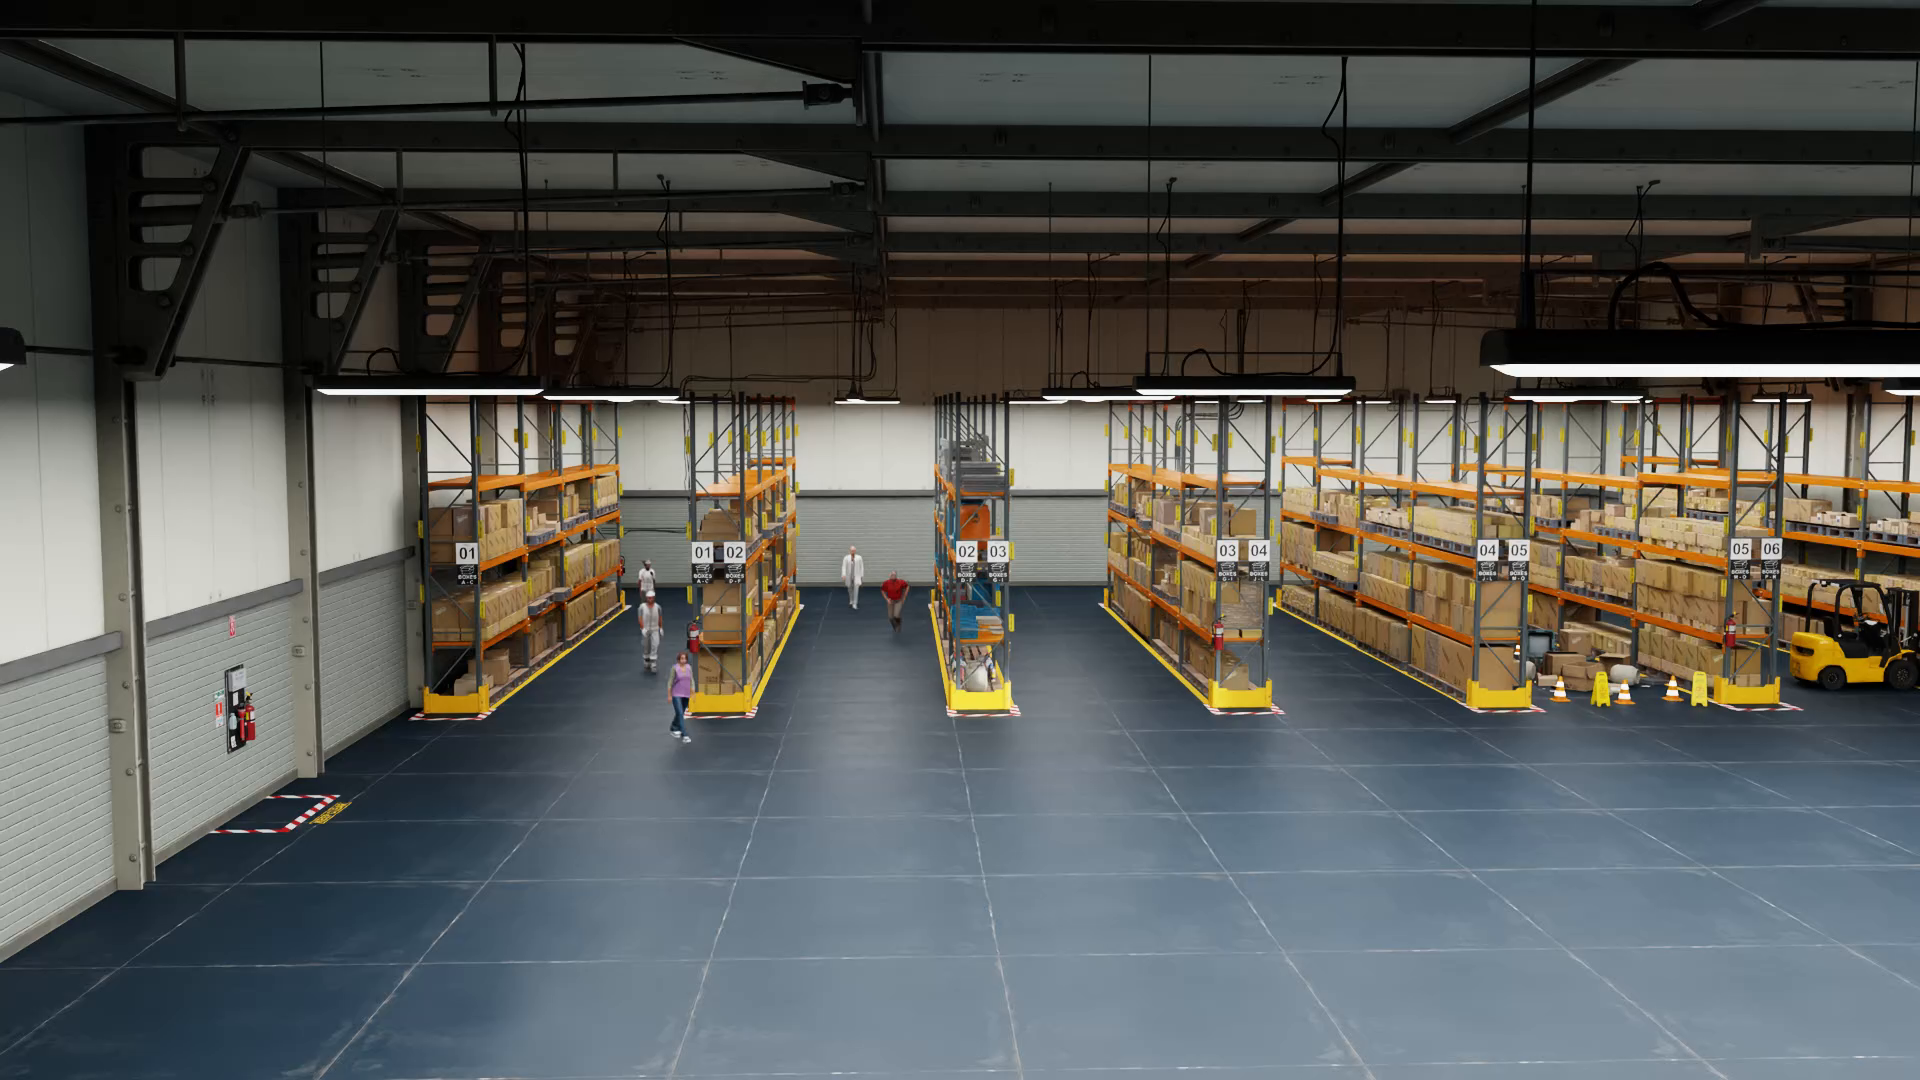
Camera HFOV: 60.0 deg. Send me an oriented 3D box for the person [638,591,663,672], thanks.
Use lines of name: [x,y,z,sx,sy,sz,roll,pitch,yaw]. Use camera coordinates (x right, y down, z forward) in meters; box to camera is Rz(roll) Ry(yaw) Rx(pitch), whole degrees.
person: [-6.671,1.961,35.944,0.560,1.728,0.995,-1,5,-17]

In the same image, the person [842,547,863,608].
person: [-3.063,1.058,47.316,0.603,1.695,1.142,0,5,1]

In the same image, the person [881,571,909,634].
person: [-1.626,1.570,41.697,0.670,1.639,0.736,1,5,10]

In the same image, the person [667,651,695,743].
person: [-4.732,2.658,28.350,0.440,1.539,0.978,-4,6,-42]

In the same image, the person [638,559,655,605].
person: [-8.386,1.320,44.499,0.451,1.635,0.998,-1,5,-14]
